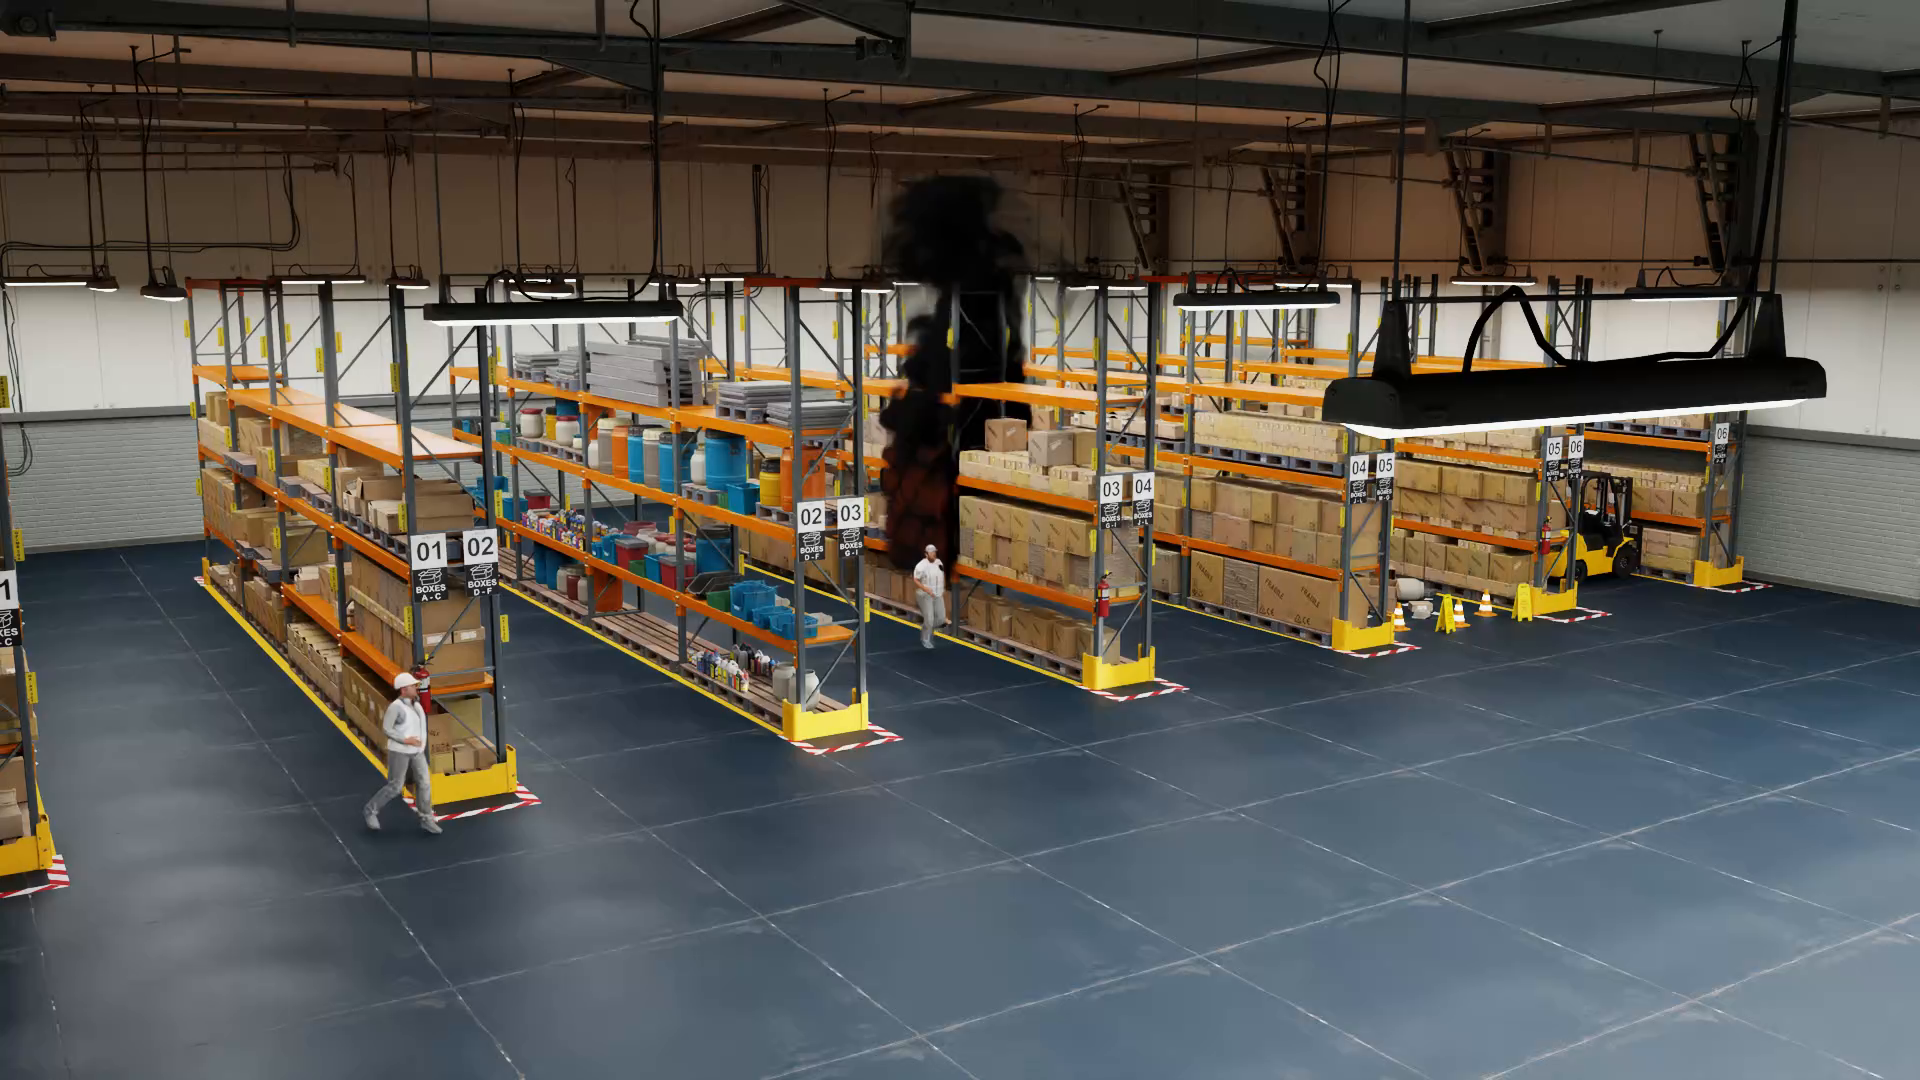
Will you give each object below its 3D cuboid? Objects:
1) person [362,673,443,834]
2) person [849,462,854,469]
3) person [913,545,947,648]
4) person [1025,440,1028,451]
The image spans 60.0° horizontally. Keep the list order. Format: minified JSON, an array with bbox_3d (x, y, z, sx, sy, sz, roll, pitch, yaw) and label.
[{"bbox_3d":[-6.168,2.366,18.625,0.946,1.757,0.726,3,10,18],"label":"person"},{"bbox_3d":[-2.570,-0.991,38.635,0.673,1.743,0.966,-4,10,-24],"label":"person"},{"bbox_3d":[-0.432,0.883,26.167,0.640,1.643,0.498,-7,12,-34],"label":"person"},{"bbox_3d":[1.768,-2.004,44.746,0.629,1.681,0.839,-4,10,-20],"label":"person"}]
